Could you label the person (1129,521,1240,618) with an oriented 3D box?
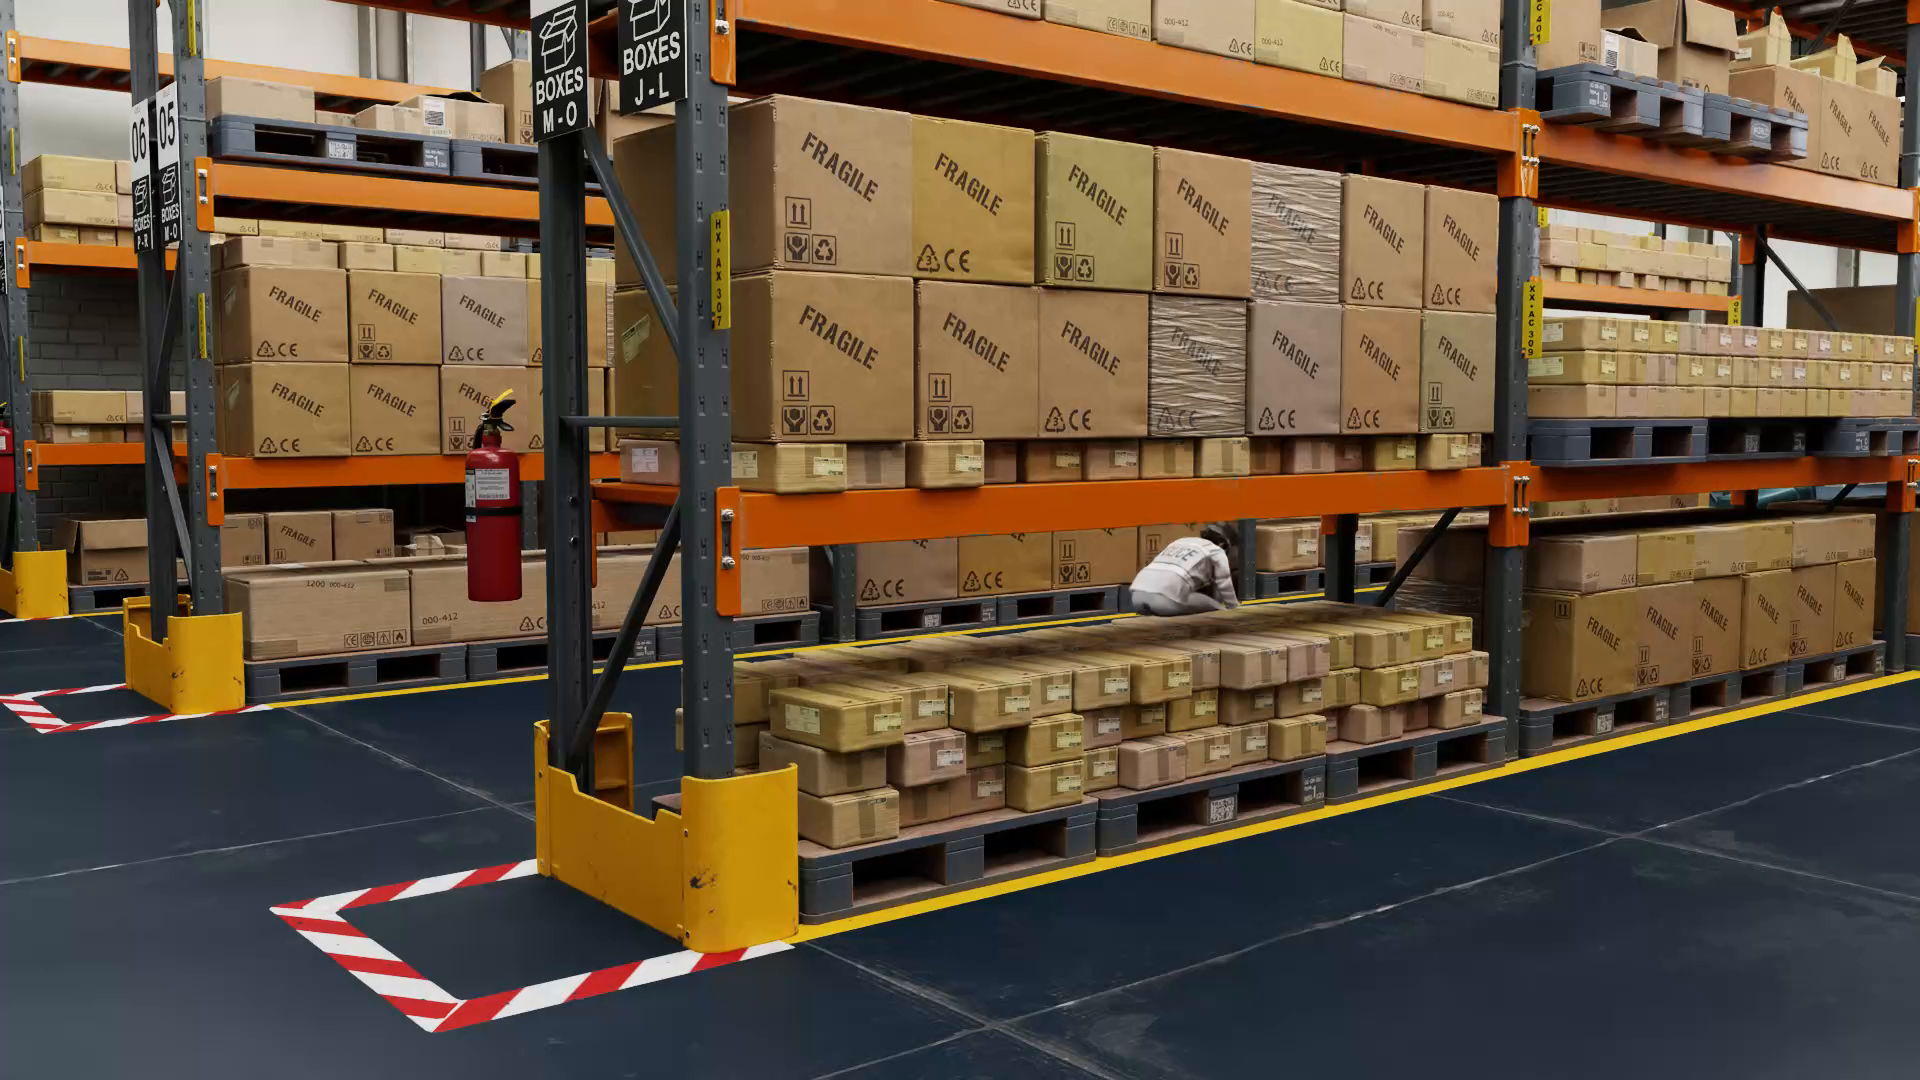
[{"bbox_3d":[1.386,0.327,10.050,0.856,0.898,0.487,-4,6,-39],"label":"person"}]
